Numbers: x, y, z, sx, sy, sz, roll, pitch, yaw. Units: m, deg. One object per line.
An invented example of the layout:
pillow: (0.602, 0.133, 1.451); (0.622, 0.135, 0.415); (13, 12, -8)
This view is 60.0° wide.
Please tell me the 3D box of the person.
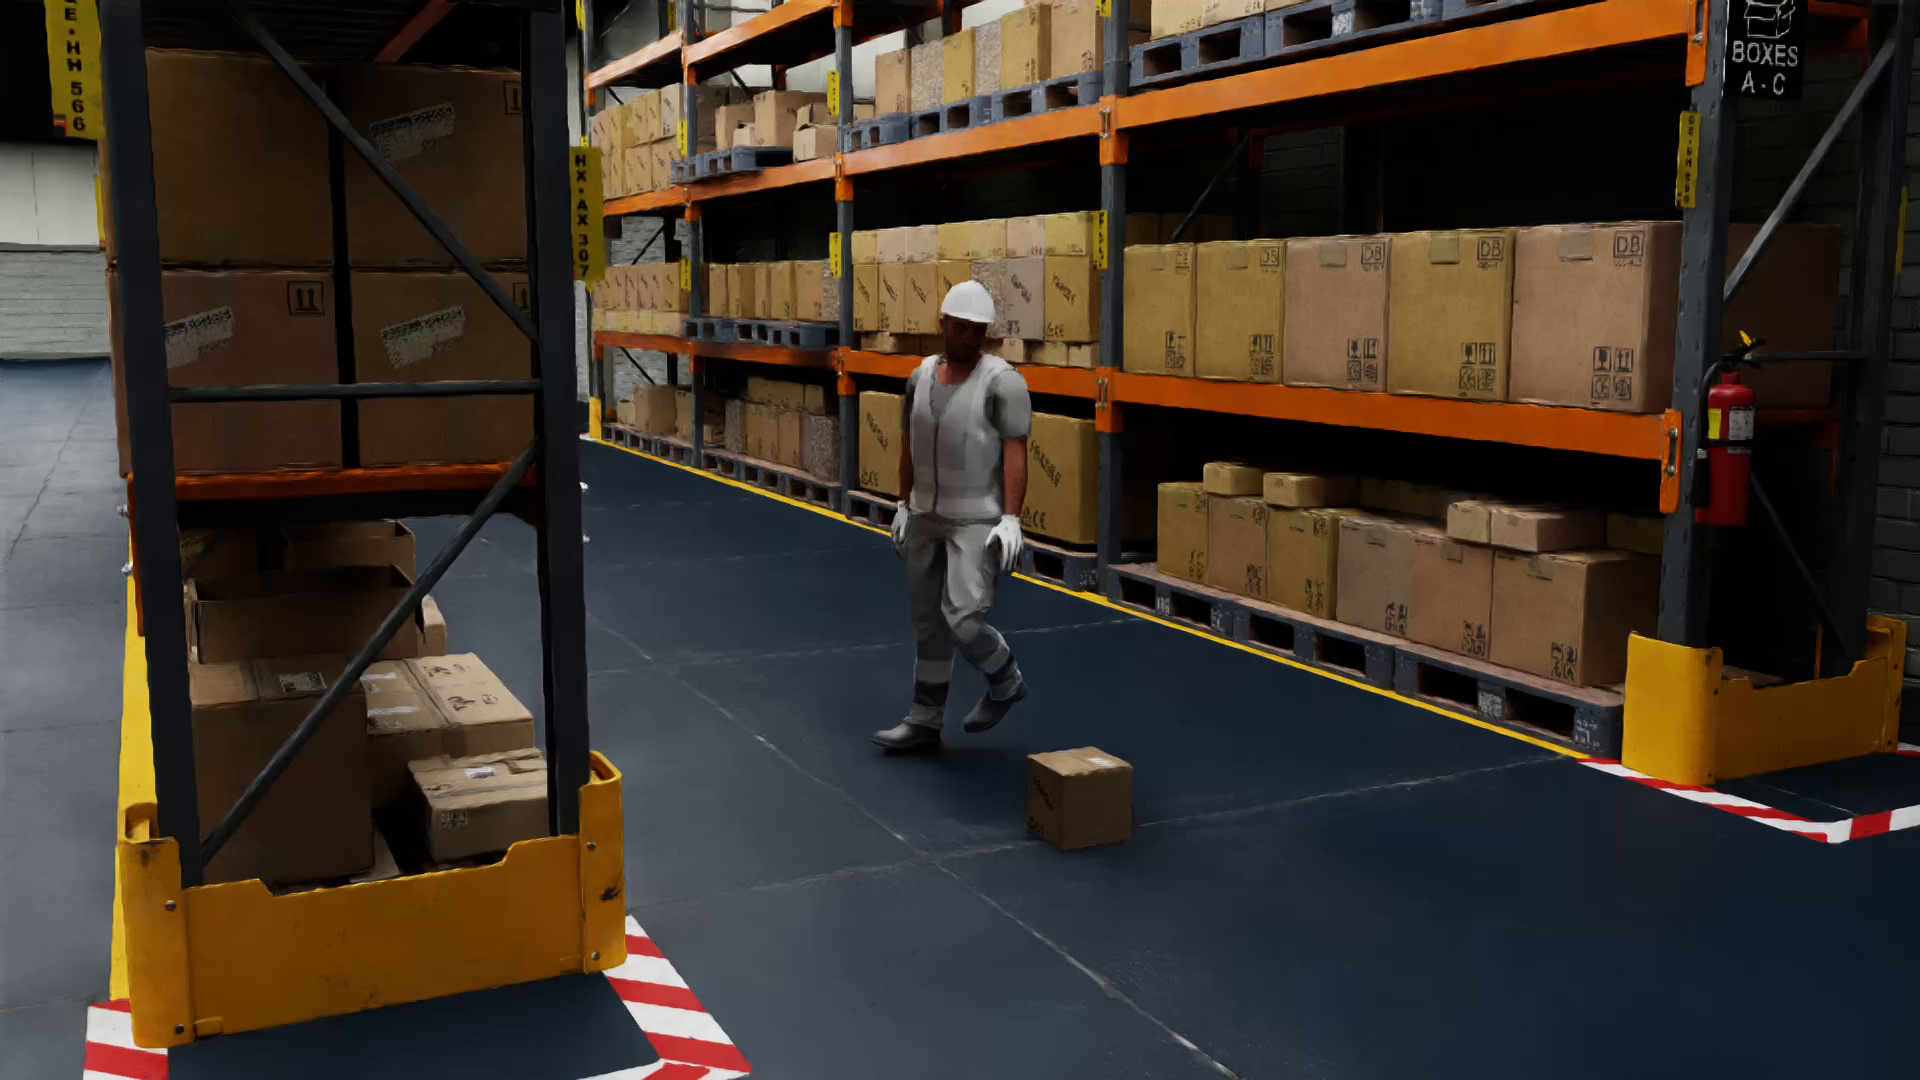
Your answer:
person: (0.027, -0.066, 6.195); (0.633, 1.771, 0.509); (7, 11, 38)
